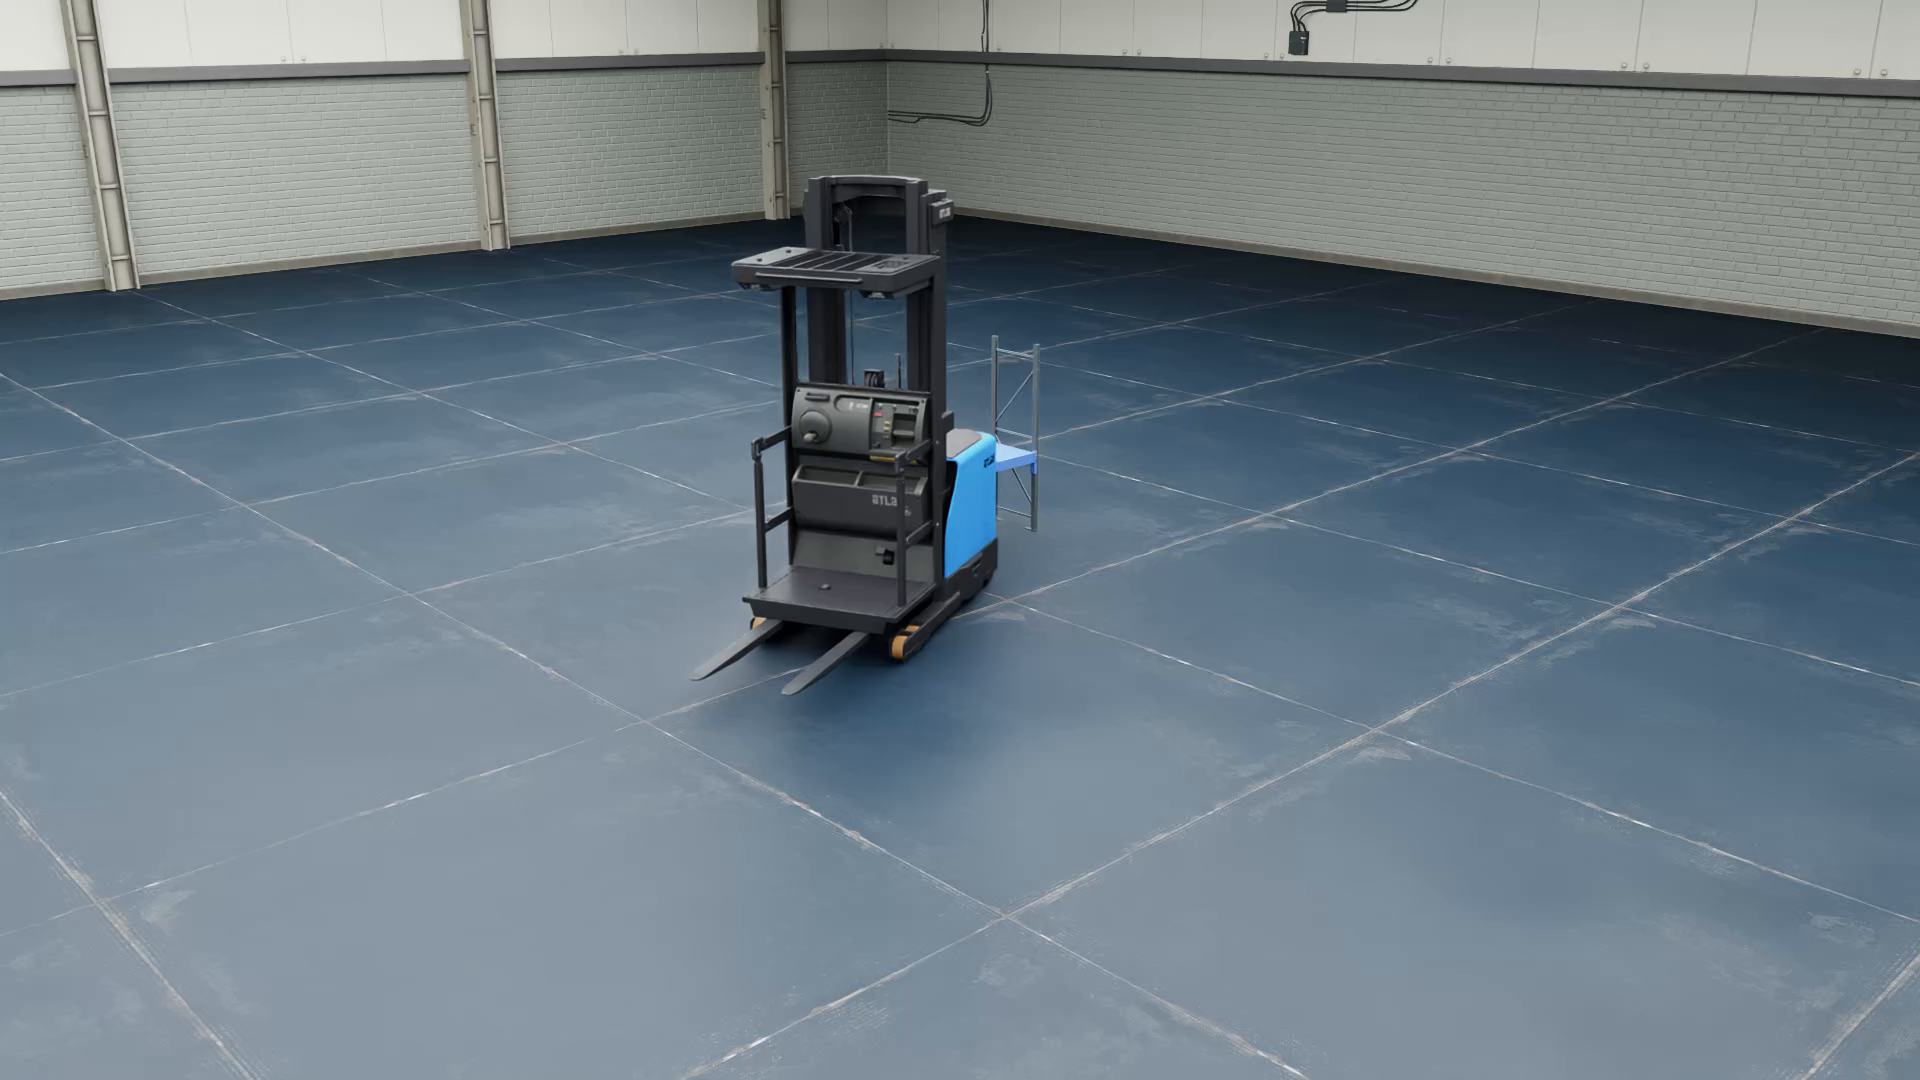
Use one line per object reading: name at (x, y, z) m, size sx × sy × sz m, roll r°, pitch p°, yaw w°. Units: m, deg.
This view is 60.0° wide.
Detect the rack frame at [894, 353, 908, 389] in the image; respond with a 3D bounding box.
rack frame at (-0.307, -0.624, 12.477) m, size 0.032 × 1.500 × 0.500 m, roll -16°, pitch 24°, yaw -41°

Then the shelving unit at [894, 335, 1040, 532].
shelving unit at (0.062, -0.732, 12.809) m, size 1.048 × 1.500 × 0.538 m, roll -16°, pitch 24°, yaw -41°

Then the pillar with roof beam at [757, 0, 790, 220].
pillar with roof beam at (-0.575, -9.540, 27.818) m, size 0.400 × 9.000 × 9.100 m, roll -16°, pitch 24°, yaw -41°

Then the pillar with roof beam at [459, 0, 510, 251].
pillar with roof beam at (-4.935, -8.268, 23.896) m, size 0.400 × 9.000 × 9.100 m, roll -16°, pitch 24°, yaw -41°

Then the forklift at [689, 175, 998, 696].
forklift at (-0.733, -0.766, 10.596) m, size 1.130 × 2.935 × 3.031 m, roll 7°, pitch 19°, yaw 20°

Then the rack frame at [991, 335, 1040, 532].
rack frame at (0.431, -0.839, 13.141) m, size 0.032 × 1.500 × 0.500 m, roll -16°, pitch 24°, yaw -41°

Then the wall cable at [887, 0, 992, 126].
wall cable at (-0.484, -9.355, 32.283) m, size 0.112 × 2.526 × 3.097 m, roll -16°, pitch 24°, yaw -41°

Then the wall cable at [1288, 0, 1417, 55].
wall cable at (6.027, -10.319, 24.708) m, size 0.169 × 6.003 × 2.305 m, roll -16°, pitch 24°, yaw -41°

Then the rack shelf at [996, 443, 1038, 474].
rack shelf at (0.062, -0.560, 12.865) m, size 1.000 × 0.185 × 0.538 m, roll -16°, pitch 24°, yaw -41°

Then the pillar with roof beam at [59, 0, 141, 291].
pillar with roof beam at (-9.294, -6.997, 19.975) m, size 0.400 × 9.000 × 9.100 m, roll -16°, pitch 24°, yaw -41°
